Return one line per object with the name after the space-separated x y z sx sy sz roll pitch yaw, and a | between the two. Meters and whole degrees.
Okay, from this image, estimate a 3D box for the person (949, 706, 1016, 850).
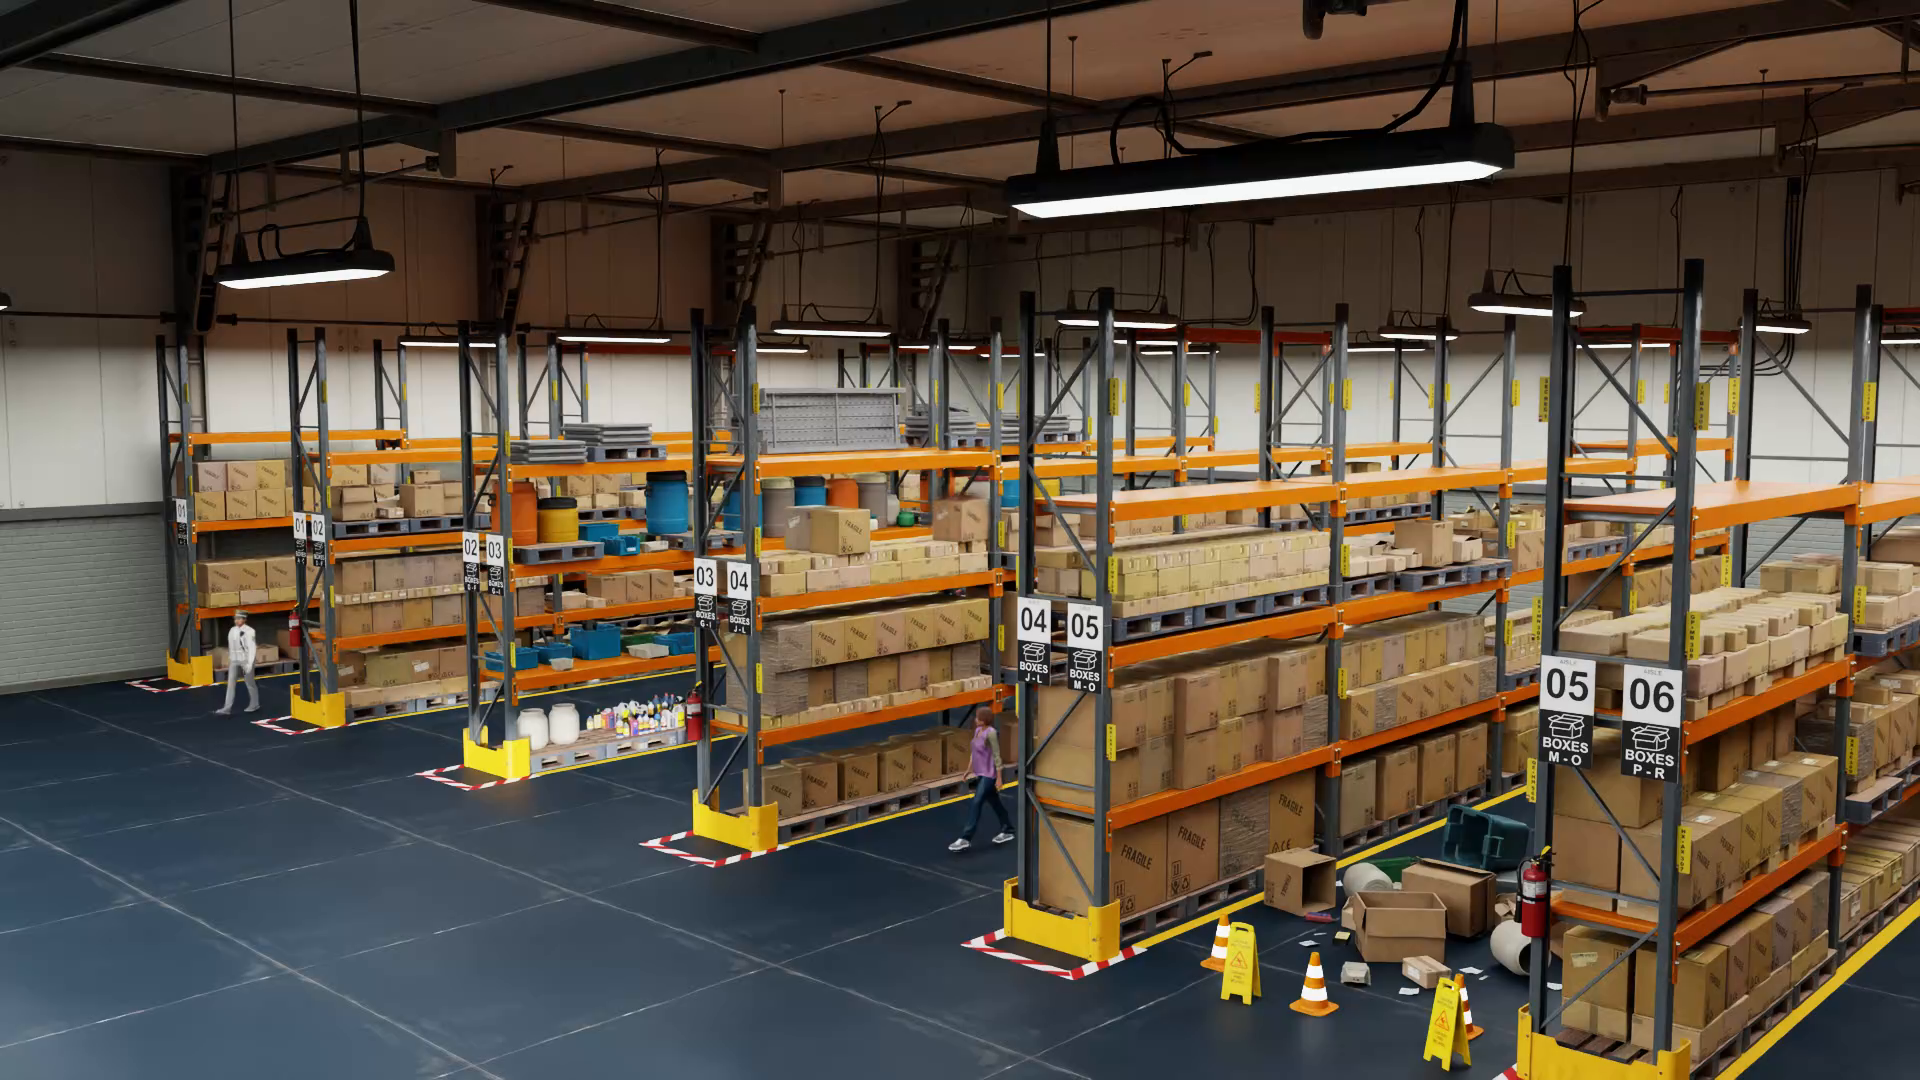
0.227 2.680 18.535 0.856 1.456 0.448 -2 6 -18 | person

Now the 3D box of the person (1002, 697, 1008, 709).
0.490 1.866 26.240 0.649 1.685 0.679 -4 7 -37 | person

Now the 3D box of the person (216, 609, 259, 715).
-11.241 1.907 25.906 0.519 1.657 0.848 1 6 13 | person

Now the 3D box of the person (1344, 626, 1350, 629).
5.423 2.081 23.668 0.589 1.720 1.084 5 7 40 | person
